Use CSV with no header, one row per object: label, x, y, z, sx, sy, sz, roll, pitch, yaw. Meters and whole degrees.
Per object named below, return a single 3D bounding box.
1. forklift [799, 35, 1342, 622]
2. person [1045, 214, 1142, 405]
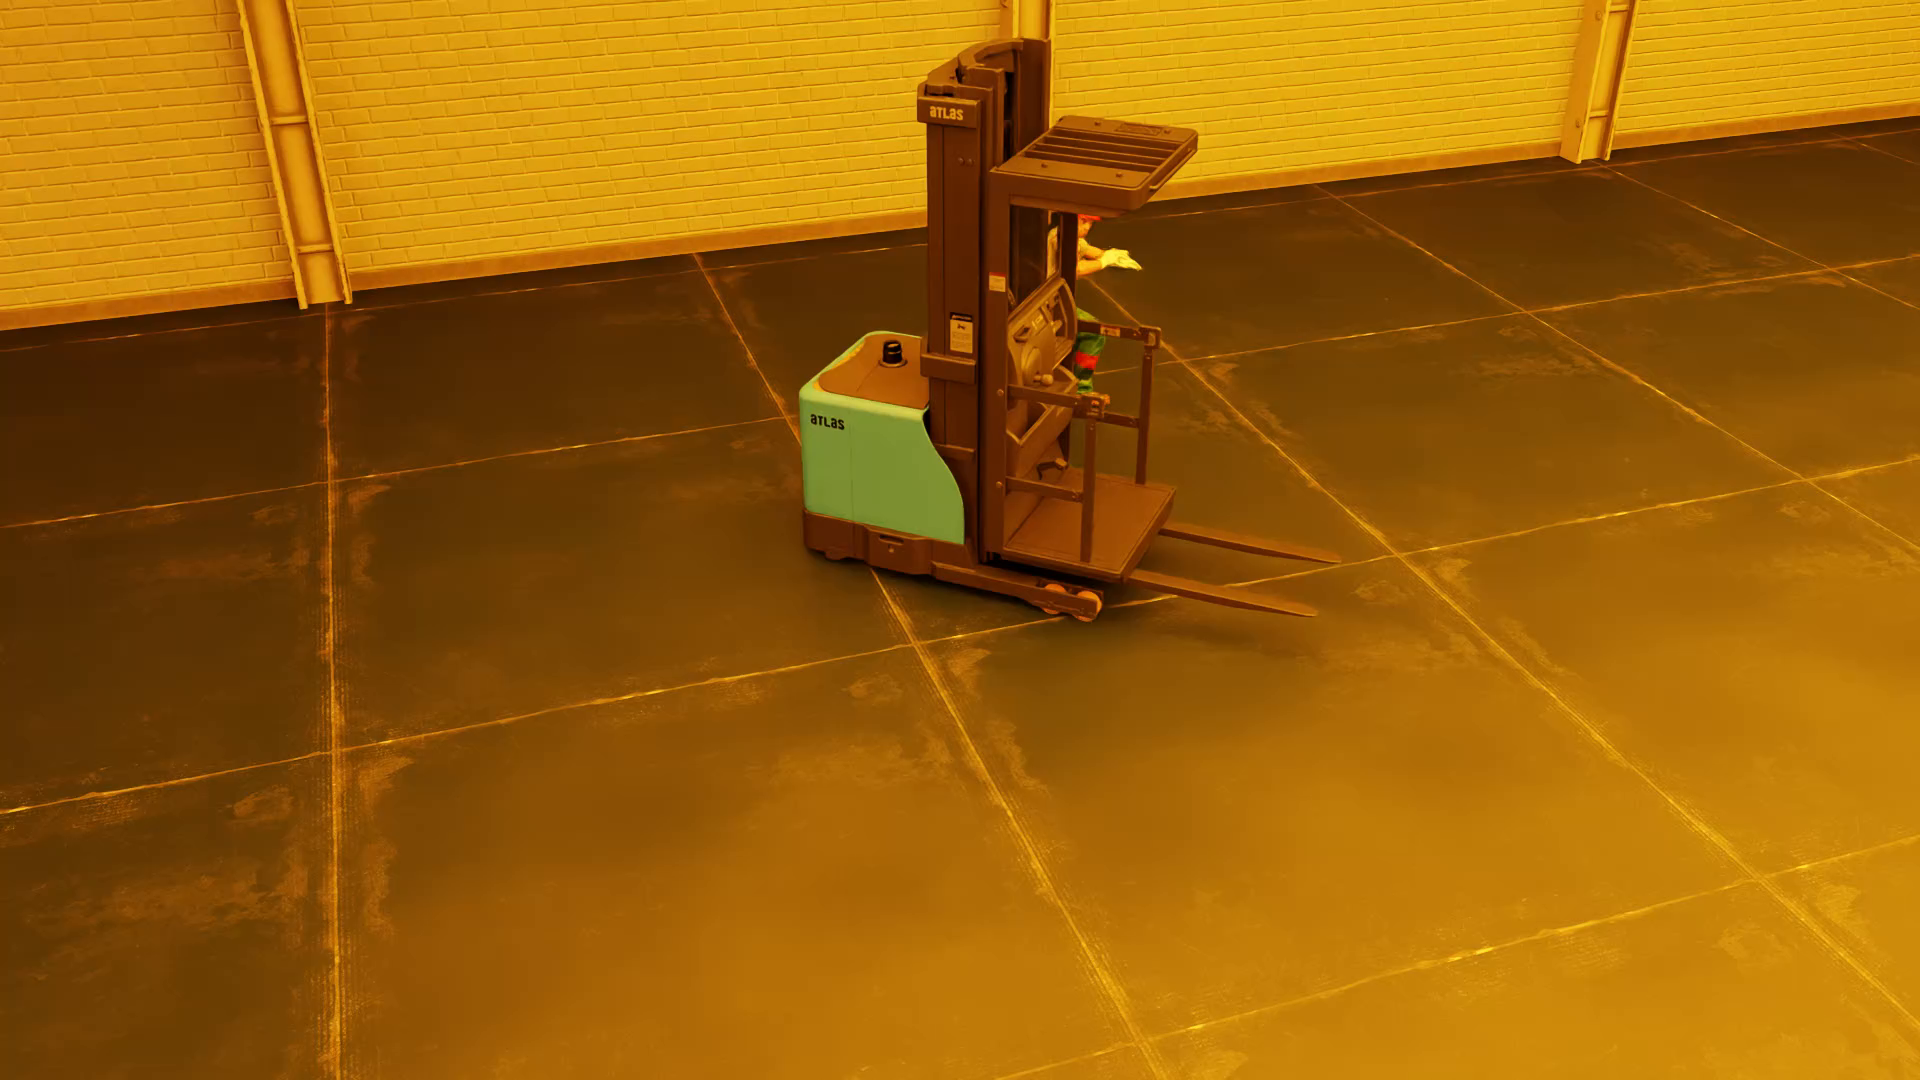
forklift,0.638,-1.120,9.033,3.031,2.935,1.130,12,32,20
person,0.908,-1.641,11.392,1.021,1.483,0.788,-12,32,-20
